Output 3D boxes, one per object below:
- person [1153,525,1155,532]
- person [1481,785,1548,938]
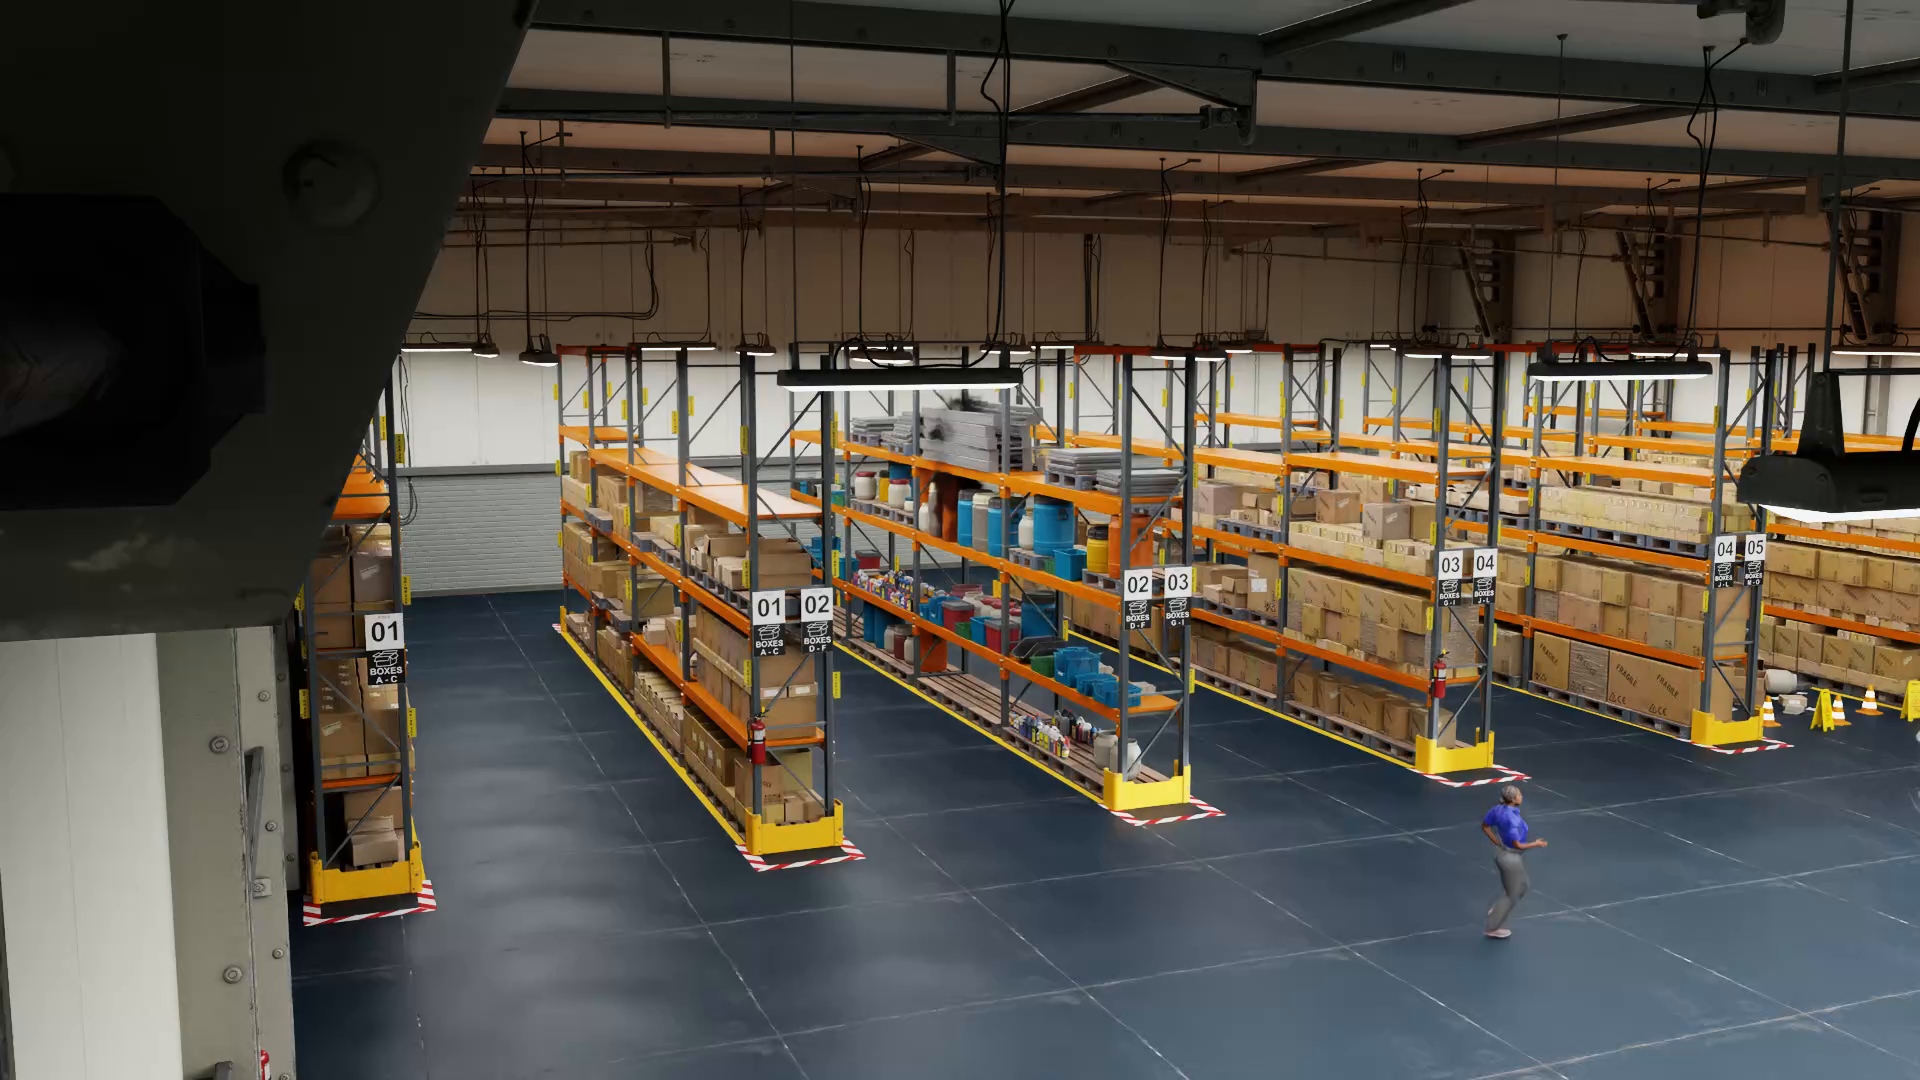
[{"bbox_3d":[4.402,0.318,40.863,0.860,1.660,0.866,-5,9,-32],"label":"person"},{"bbox_3d":[5.768,3.332,17.306,0.611,1.622,0.554,0,7,-3],"label":"person"}]
